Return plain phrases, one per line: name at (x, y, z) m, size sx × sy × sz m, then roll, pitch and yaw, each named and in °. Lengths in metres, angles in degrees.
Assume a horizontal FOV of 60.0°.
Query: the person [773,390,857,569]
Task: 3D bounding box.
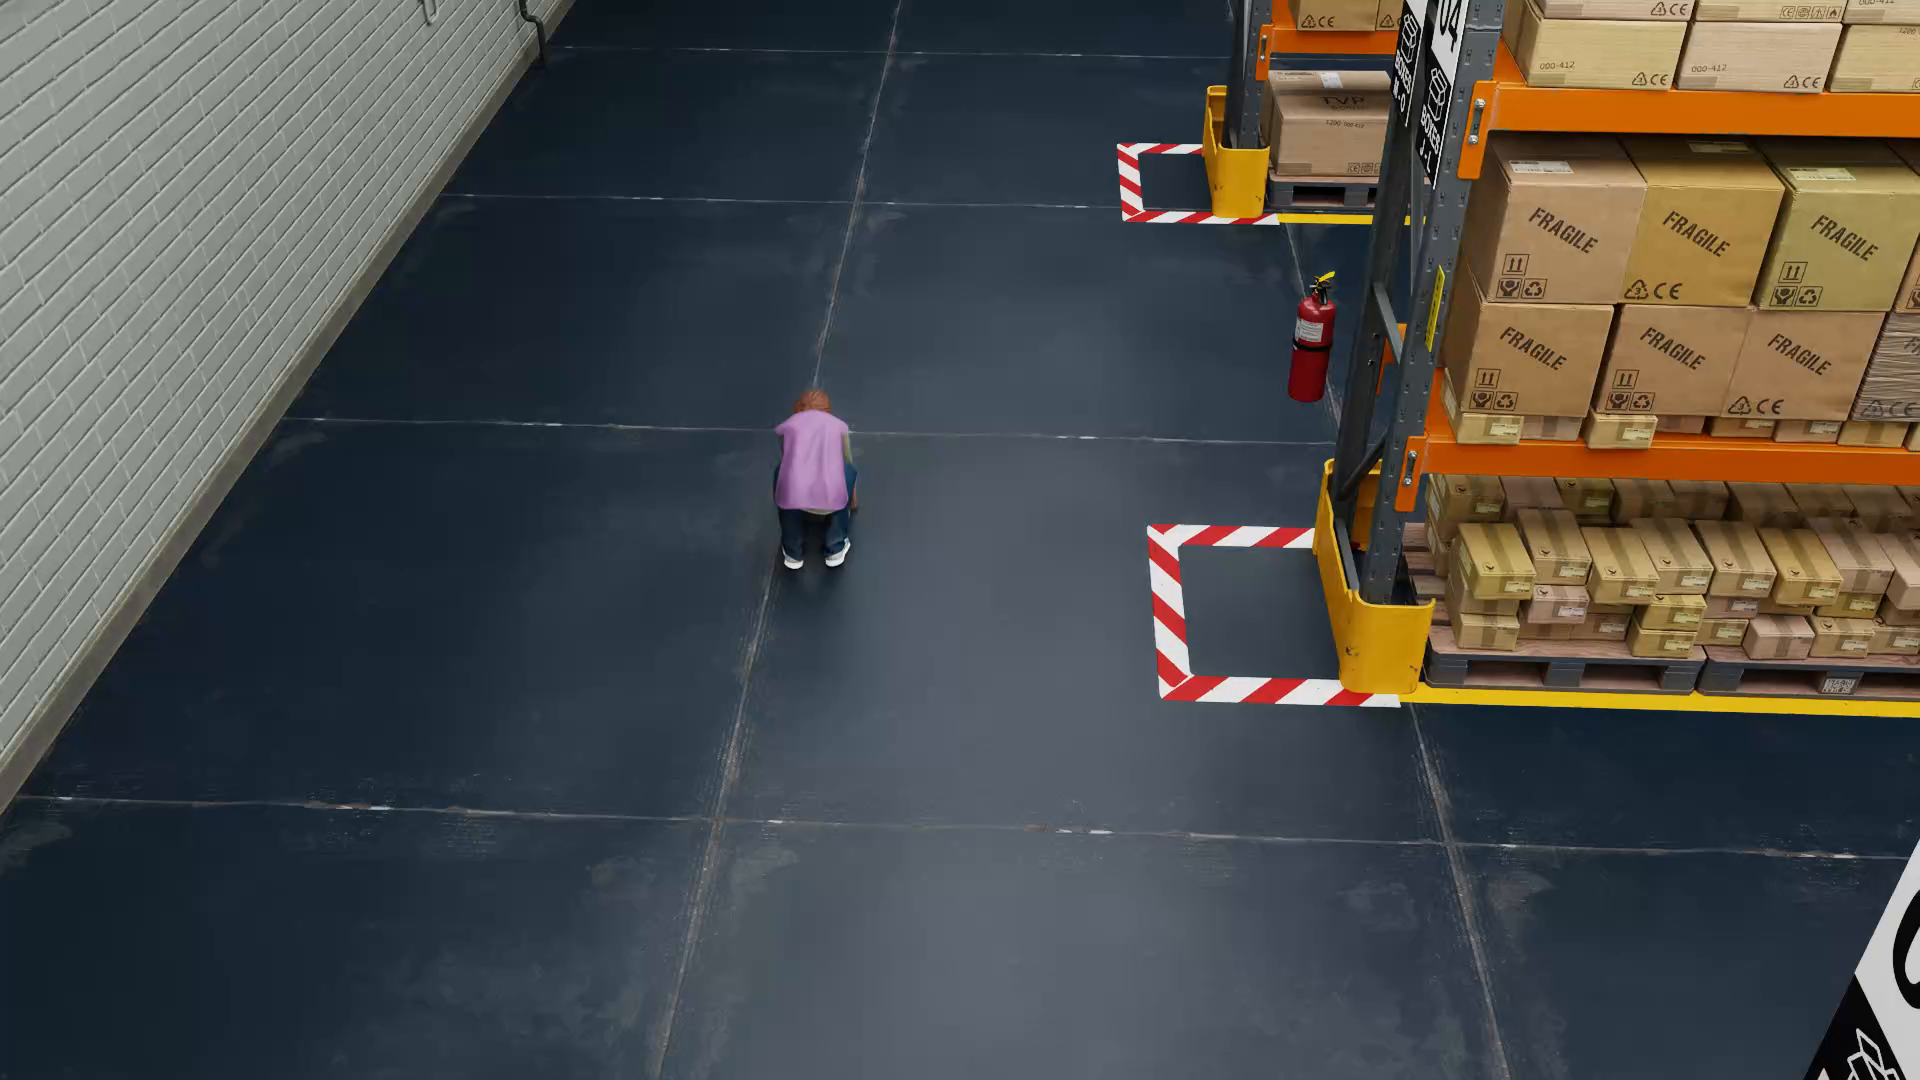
person at (-0.720, -0.271, 8.273) m, size 0.417 × 0.707 × 0.867 m, roll 1°, pitch 36°, yaw 1°
